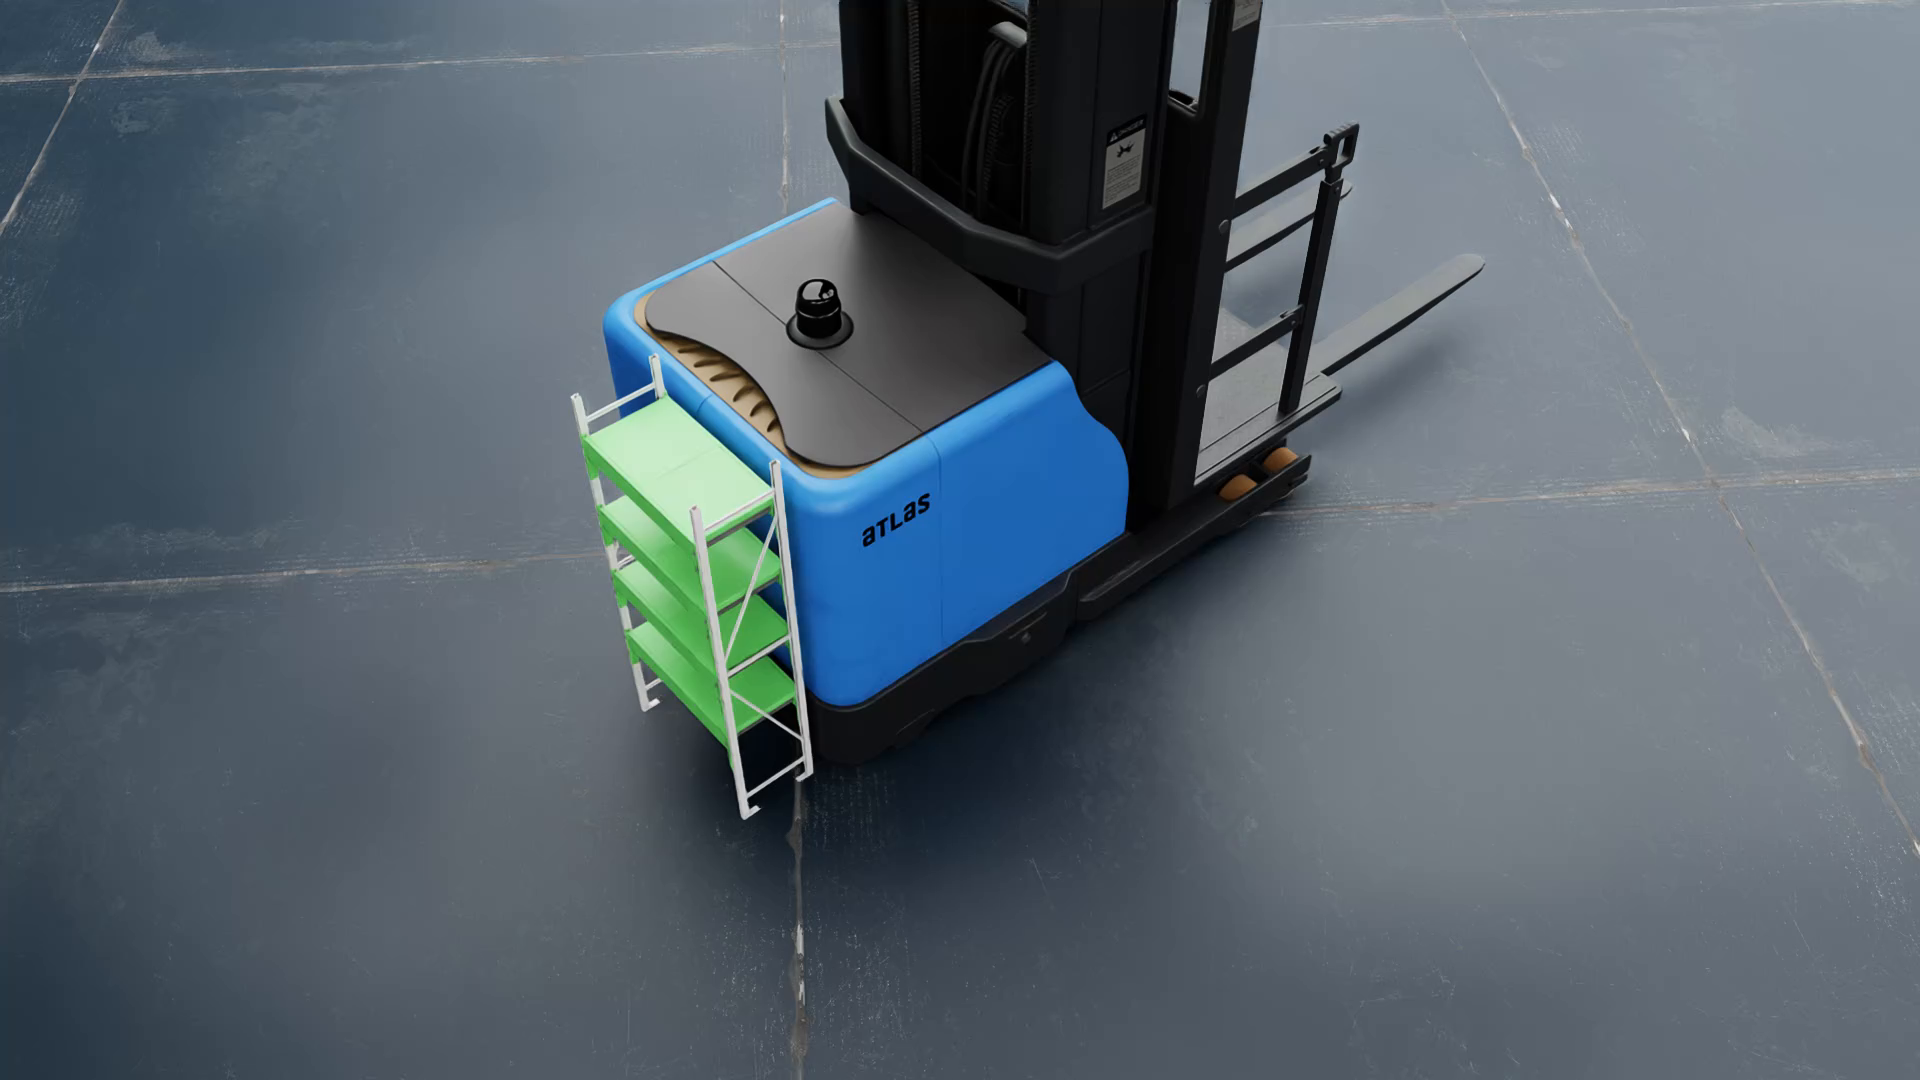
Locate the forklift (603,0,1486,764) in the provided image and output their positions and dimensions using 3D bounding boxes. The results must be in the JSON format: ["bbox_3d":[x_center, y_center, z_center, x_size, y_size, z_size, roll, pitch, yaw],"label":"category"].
[{"bbox_3d":[0.493,-1.313,4.474,3.031,2.935,1.130,-32,54,-26],"label":"forklift"}]

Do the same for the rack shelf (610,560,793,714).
[{"bbox_3d":[-0.662,0.199,4.323,0.258,0.148,0.480,-32,54,-27],"label":"rack shelf"}]

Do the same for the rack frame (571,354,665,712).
[{"bbox_3d":[-0.822,0.022,4.403,0.240,1.200,0.015,-32,54,-27],"label":"rack frame"}]

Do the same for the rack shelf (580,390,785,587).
[{"bbox_3d":[-0.662,-0.131,3.974,0.258,0.148,0.480,-32,54,-27],"label":"rack shelf"}]

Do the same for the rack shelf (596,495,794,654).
[{"bbox_3d":[-0.662,0.034,4.148,0.258,0.148,0.480,-32,54,-27],"label":"rack shelf"}]

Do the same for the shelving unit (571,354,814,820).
[{"bbox_3d":[-0.662,0.156,4.276,0.258,1.200,0.503,-32,54,-27],"label":"shelving unit"}]

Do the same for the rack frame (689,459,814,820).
[{"bbox_3d":[-0.502,0.289,4.150,0.240,1.200,0.015,-32,54,-27],"label":"rack frame"}]

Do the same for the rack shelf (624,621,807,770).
[{"bbox_3d":[-0.662,0.365,4.497,0.258,0.148,0.480,-32,54,-27],"label":"rack shelf"}]
